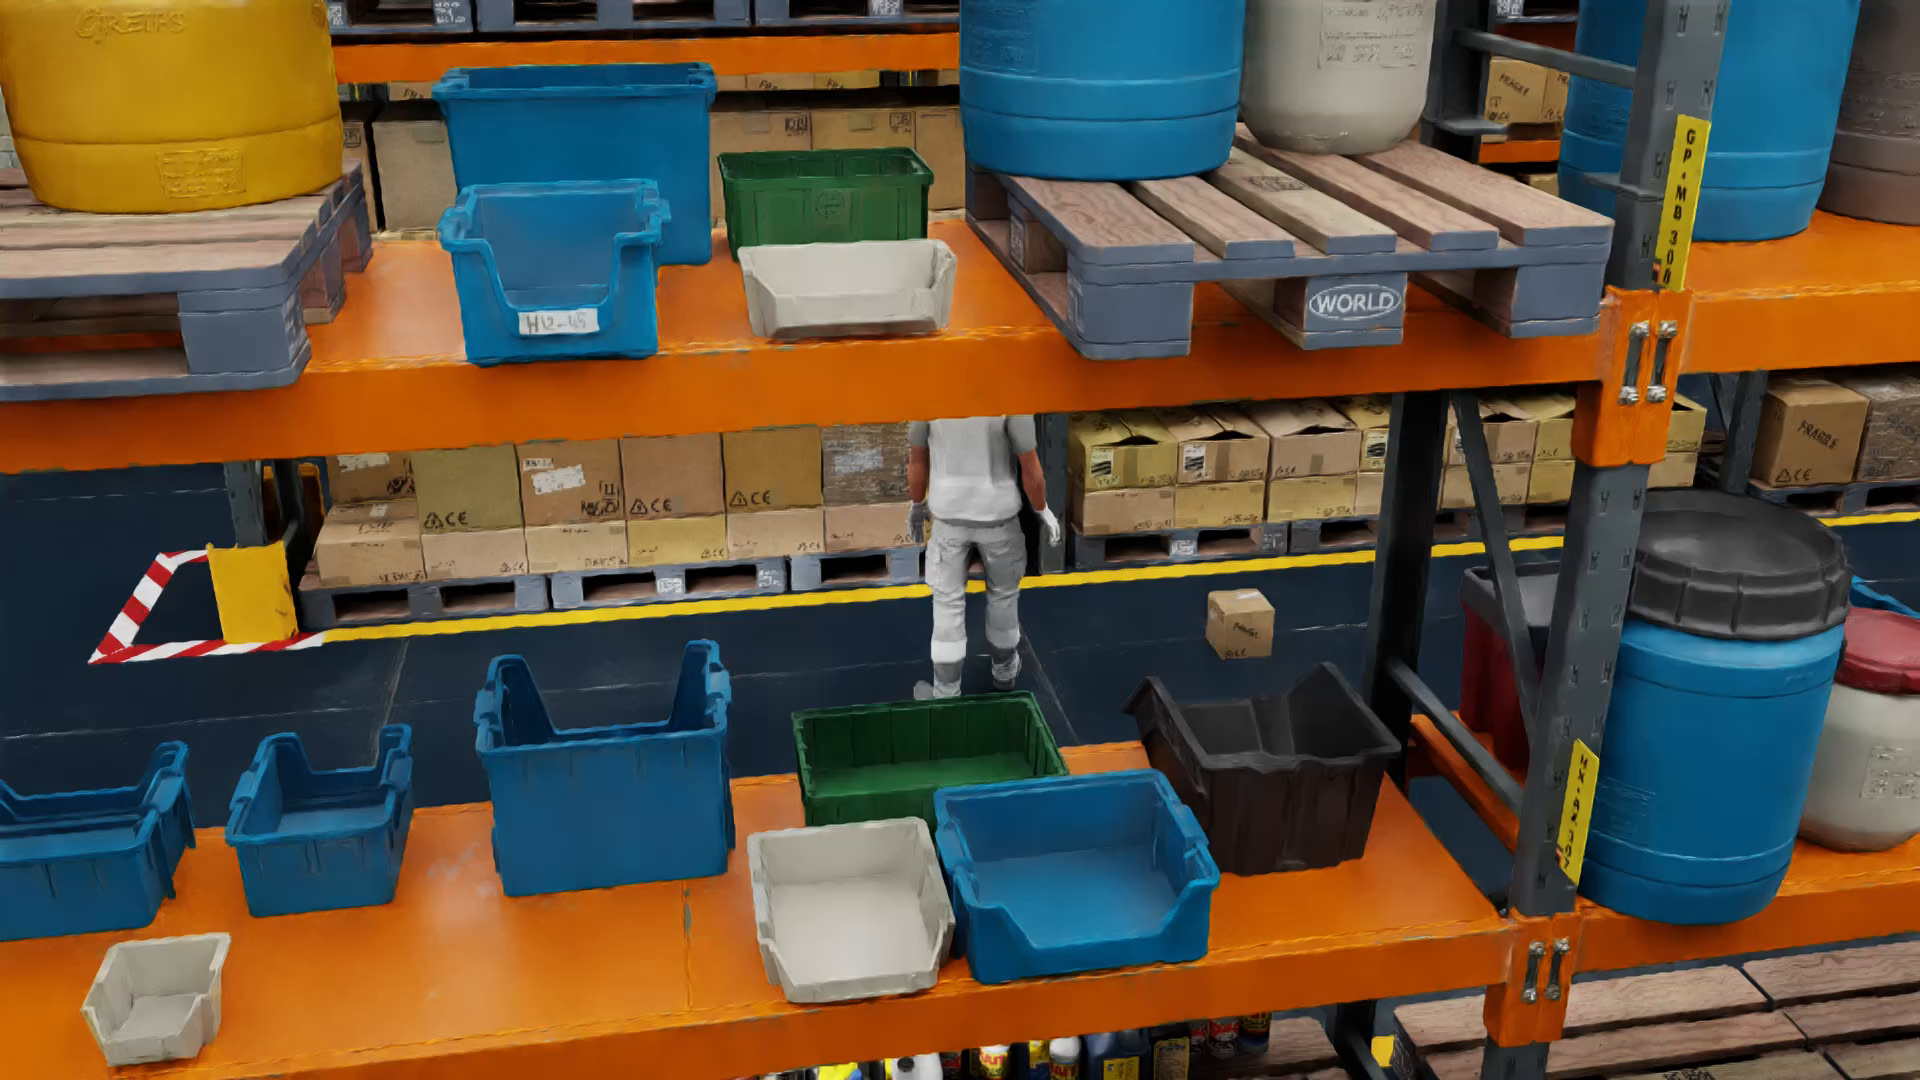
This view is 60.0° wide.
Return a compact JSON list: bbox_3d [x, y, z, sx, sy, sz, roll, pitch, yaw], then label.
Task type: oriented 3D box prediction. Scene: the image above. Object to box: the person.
[{"bbox_3d":[0.104,-0.130,7.310,0.682,1.787,0.586,2,23,5],"label":"person"}]
